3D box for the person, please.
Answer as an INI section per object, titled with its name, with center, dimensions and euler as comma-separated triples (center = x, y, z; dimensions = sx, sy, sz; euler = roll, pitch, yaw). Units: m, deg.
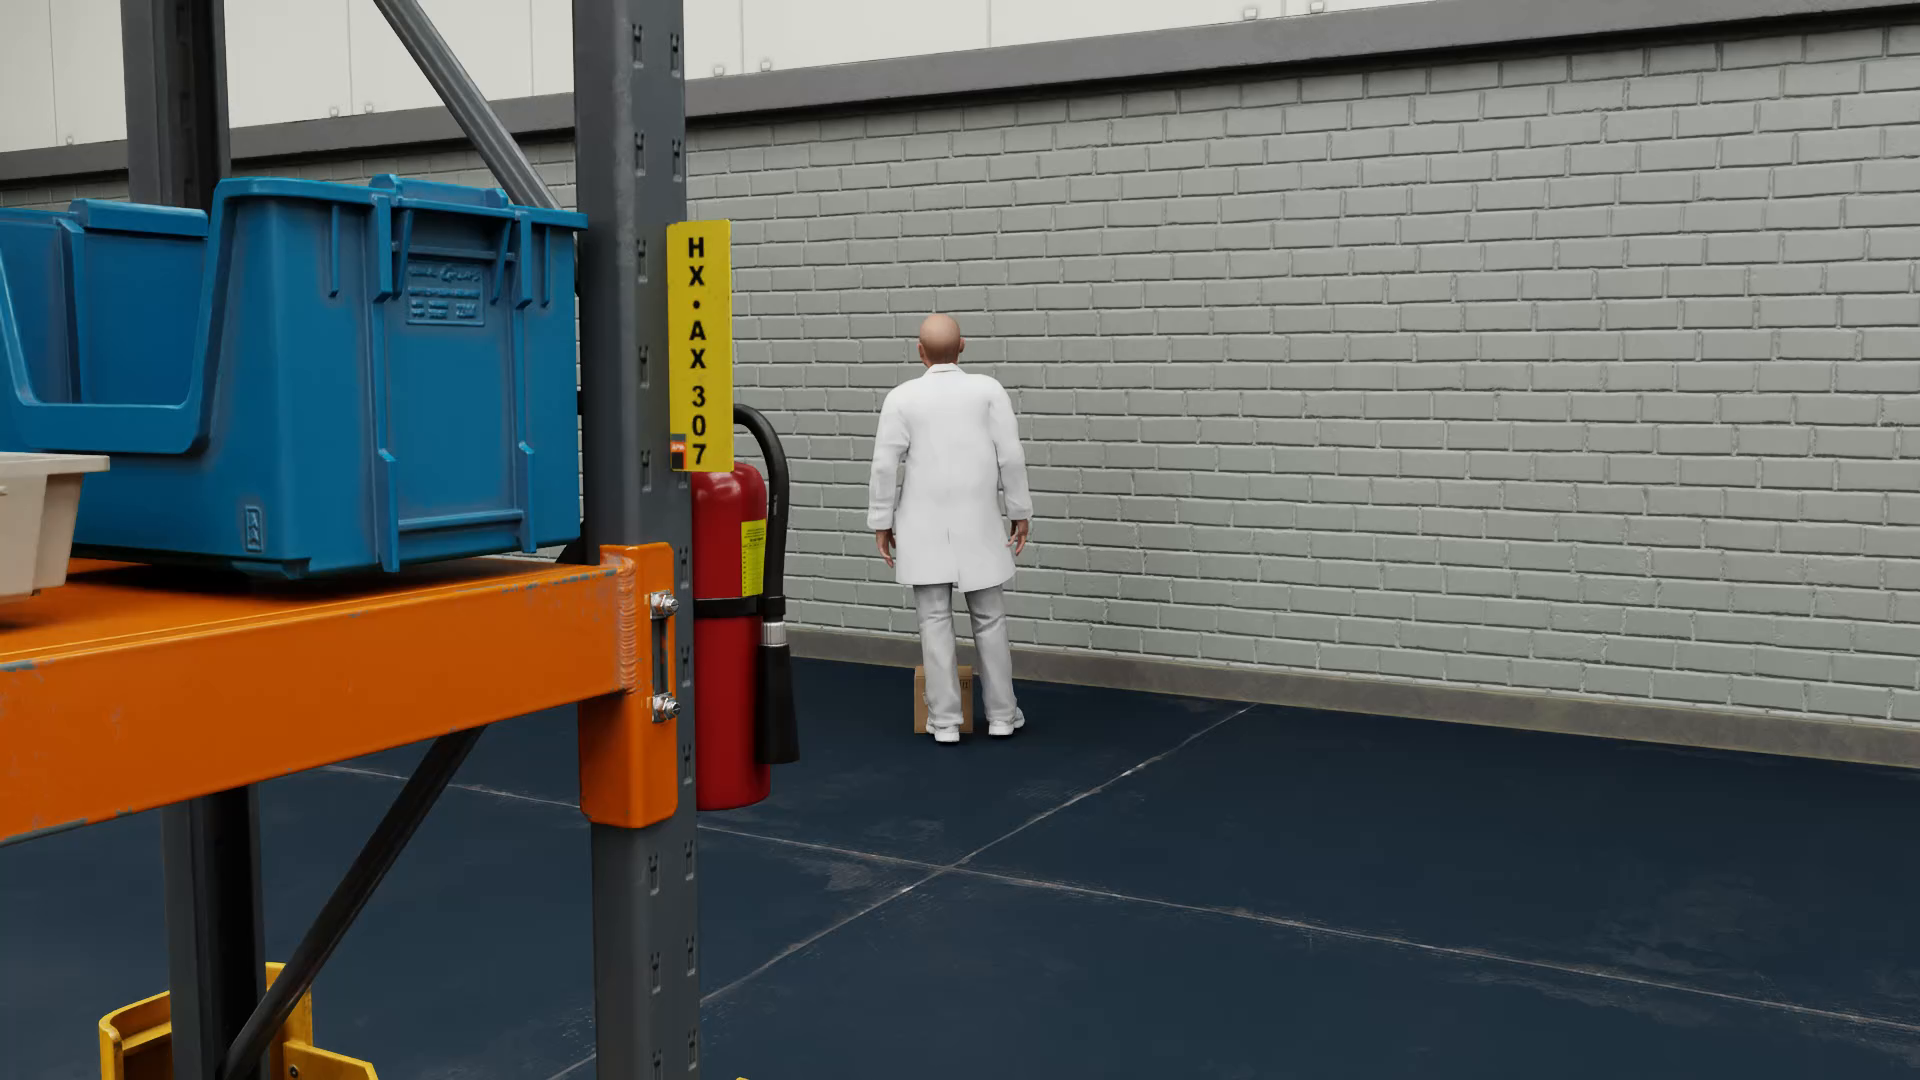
[person]
center = -0.040, -0.053, 7.005
dimensions = 0.696, 1.775, 0.581
euler = 0, 6, 0
